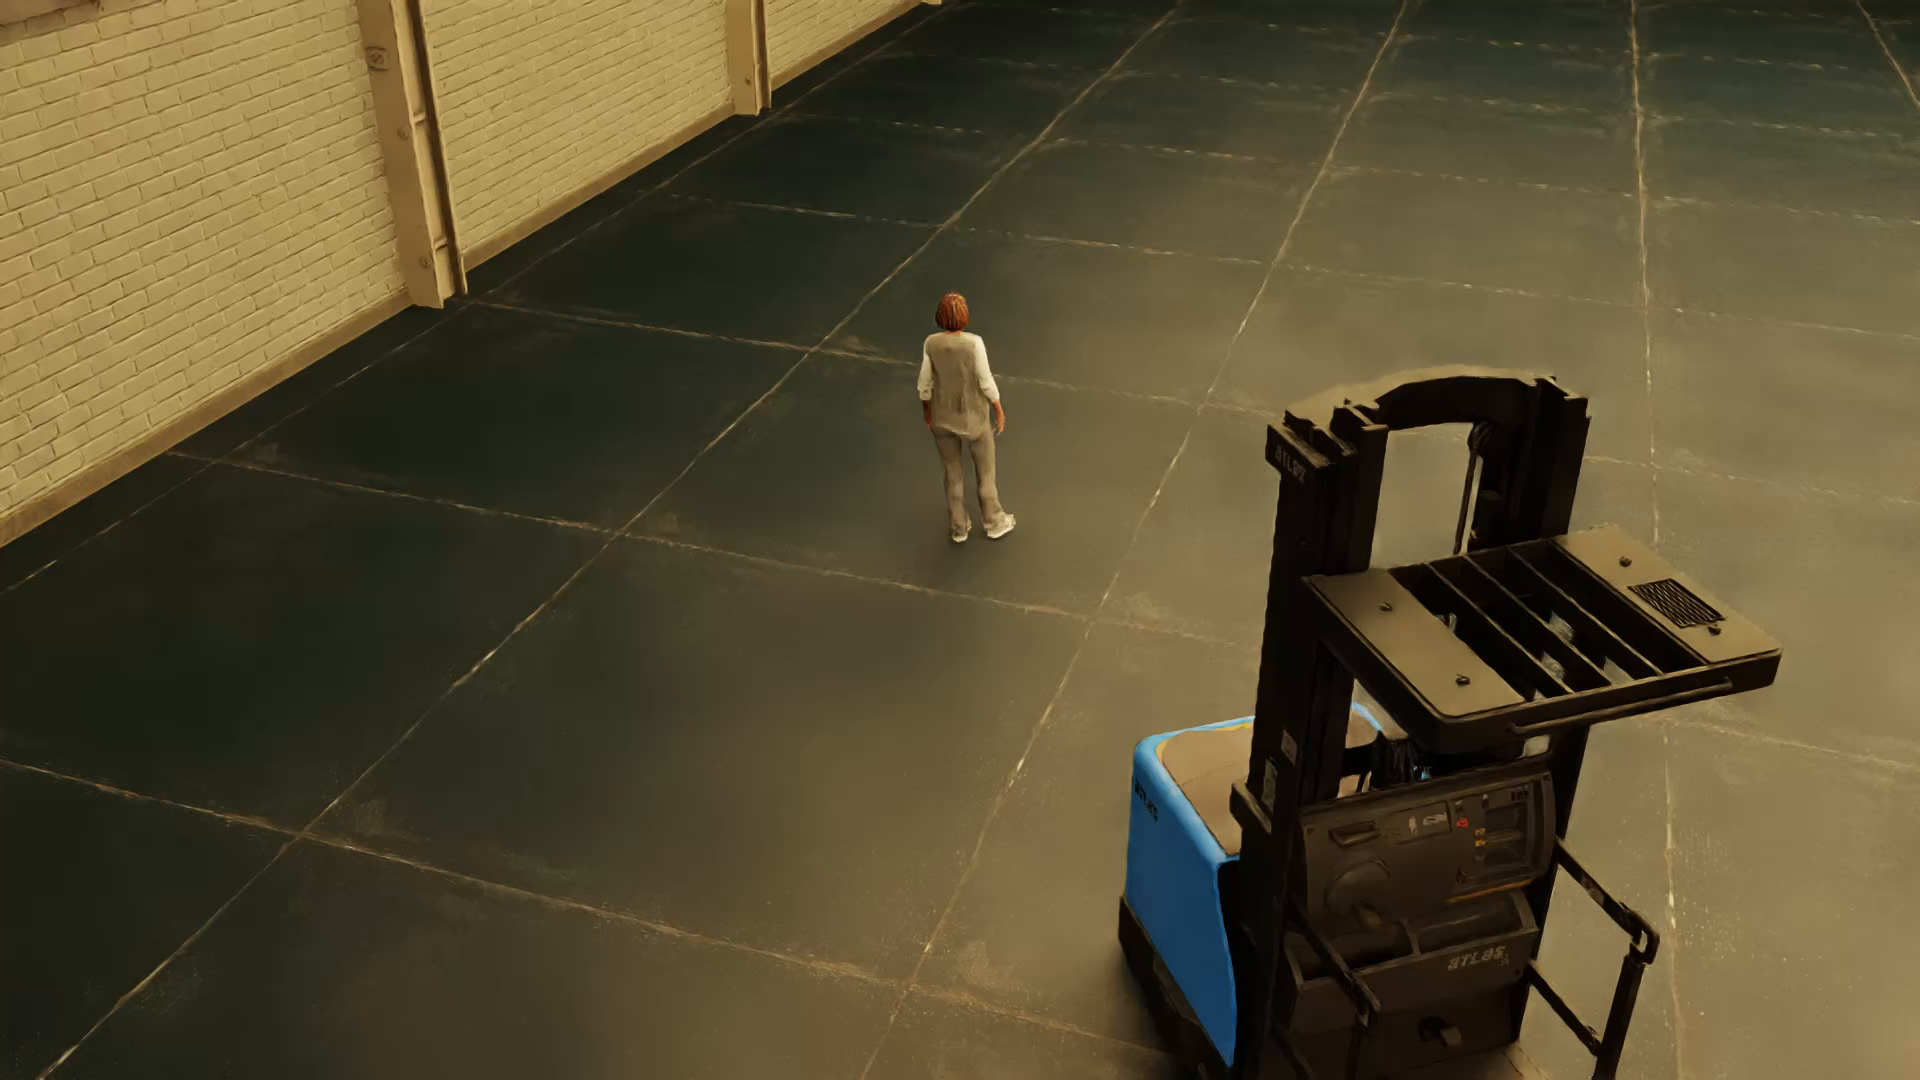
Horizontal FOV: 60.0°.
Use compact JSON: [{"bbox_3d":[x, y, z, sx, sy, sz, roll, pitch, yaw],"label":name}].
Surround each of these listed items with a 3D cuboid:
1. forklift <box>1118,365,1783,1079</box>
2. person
[{"bbox_3d":[1.609,1.061,5.275,1.130,2.935,3.031,-9,31,-16],"label":"forklift"},{"bbox_3d":[0.037,-0.732,9.754,0.521,1.597,0.474,10,31,16],"label":"person"}]
